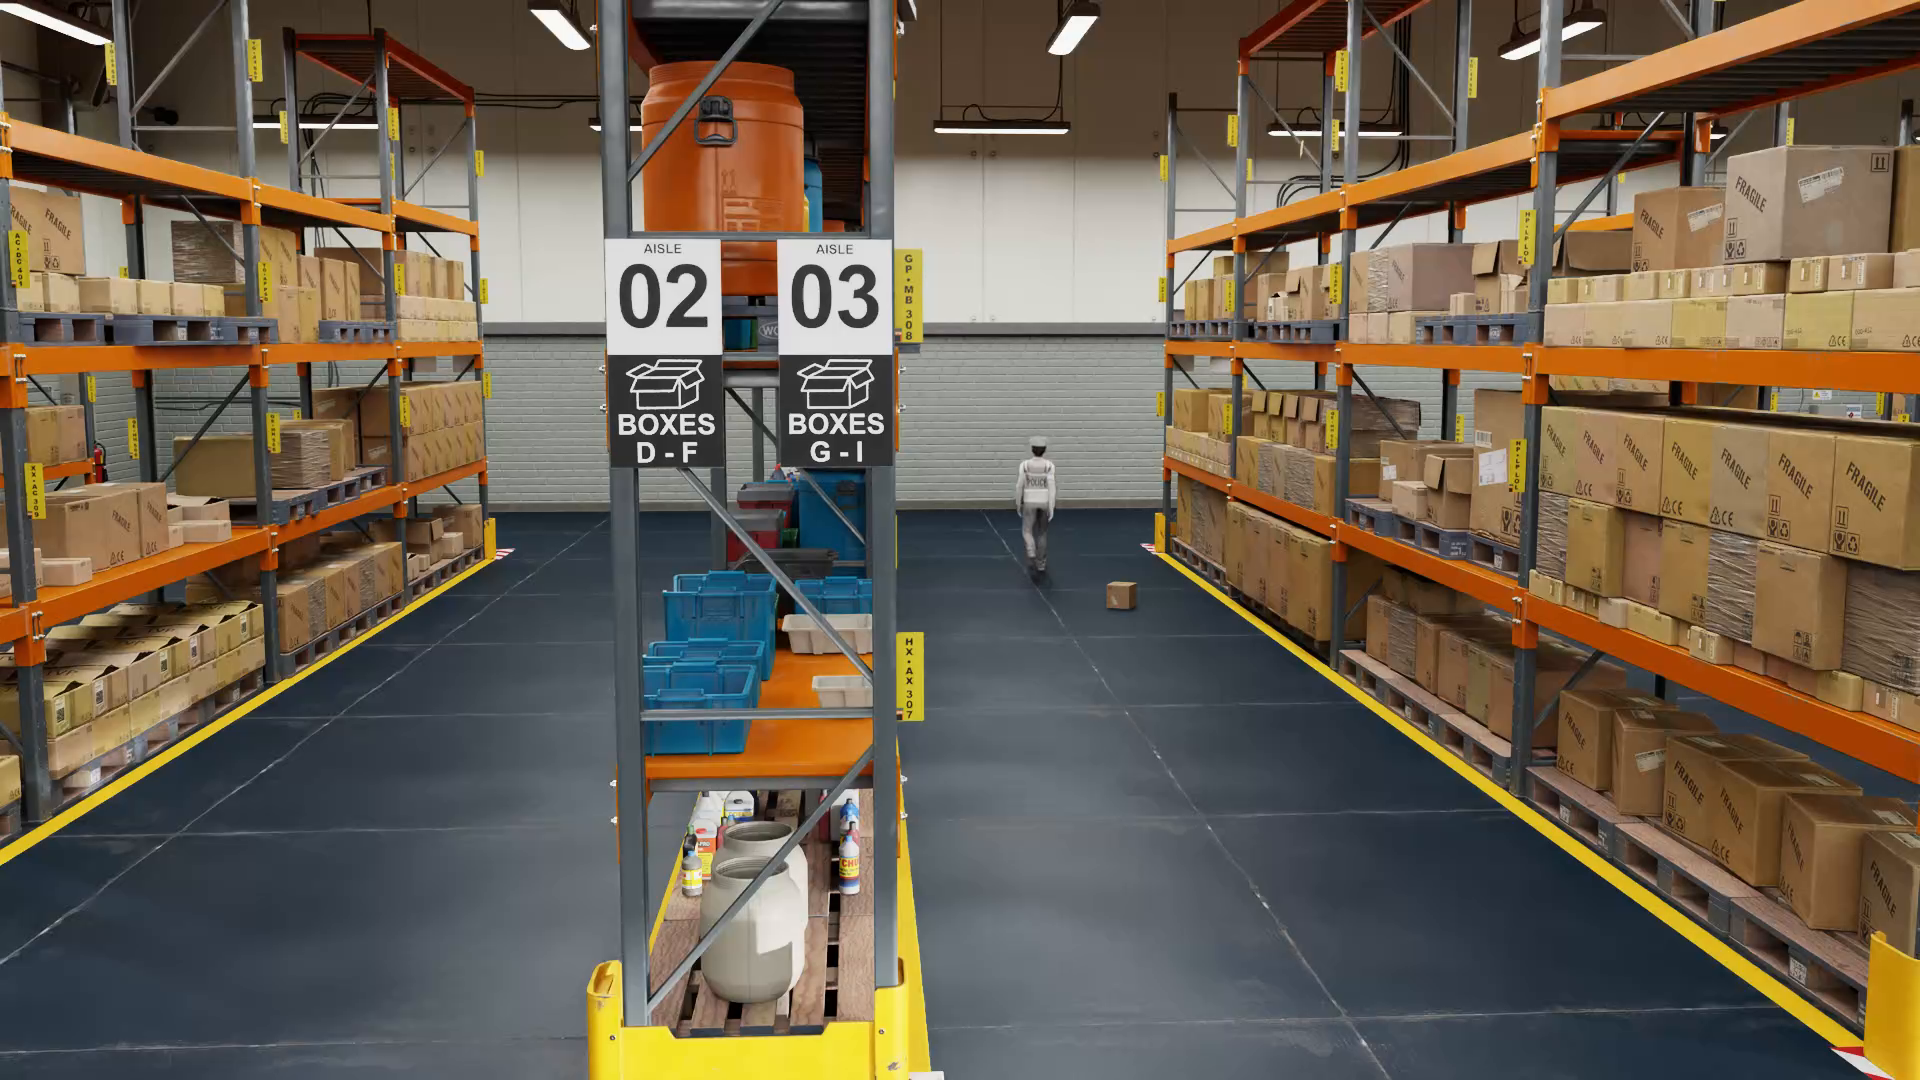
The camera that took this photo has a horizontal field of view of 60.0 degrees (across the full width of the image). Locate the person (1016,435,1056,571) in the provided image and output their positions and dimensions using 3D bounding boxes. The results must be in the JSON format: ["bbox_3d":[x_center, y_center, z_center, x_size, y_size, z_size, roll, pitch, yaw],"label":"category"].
[{"bbox_3d":[0.912,-0.430,20.062,0.480,1.657,0.817,0,7,-1],"label":"person"}]
